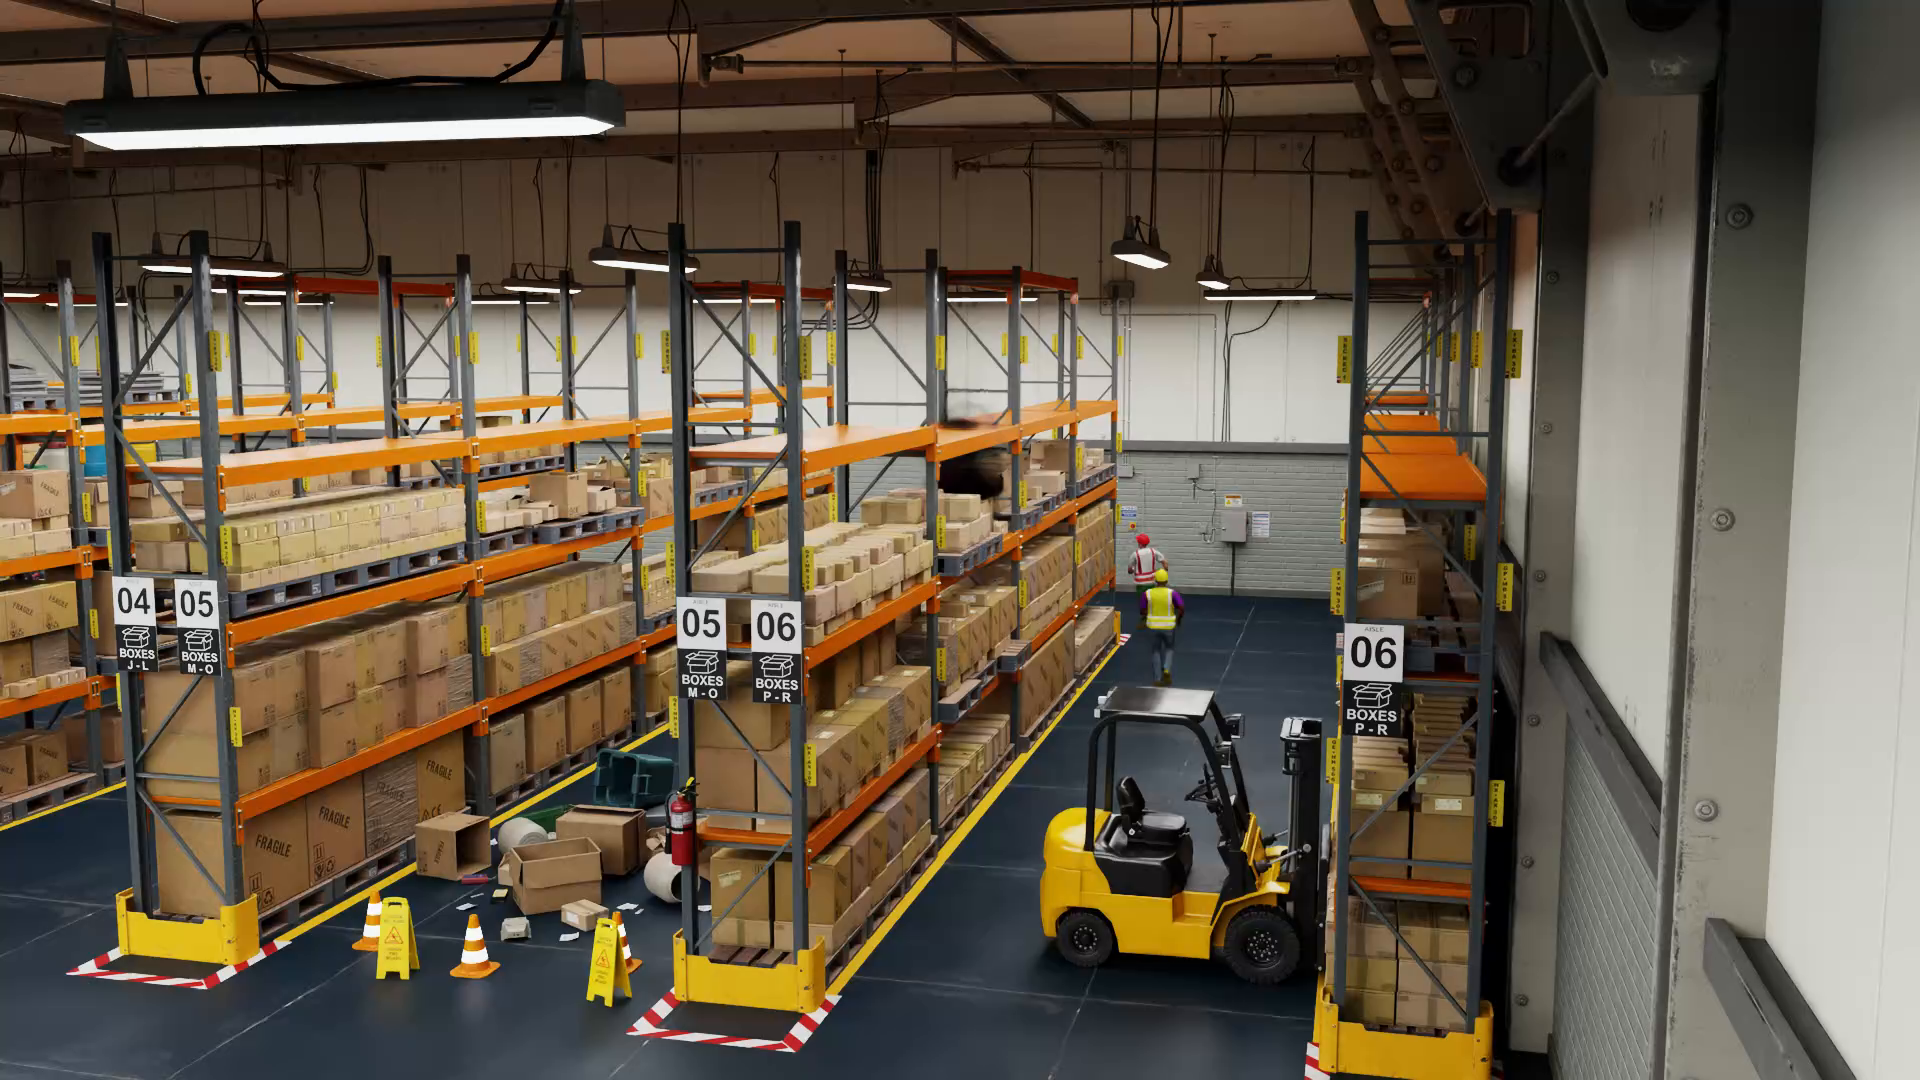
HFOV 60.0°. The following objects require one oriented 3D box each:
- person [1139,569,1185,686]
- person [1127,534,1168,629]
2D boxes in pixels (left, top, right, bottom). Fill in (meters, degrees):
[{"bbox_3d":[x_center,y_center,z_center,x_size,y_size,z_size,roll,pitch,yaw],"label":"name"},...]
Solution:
[{"bbox_3d":[3.012,1.289,24.727,0.684,1.741,0.618,1,7,11],"label":"person"},{"bbox_3d":[3.193,0.753,28.891,0.704,1.769,0.926,-3,8,-23],"label":"person"}]
